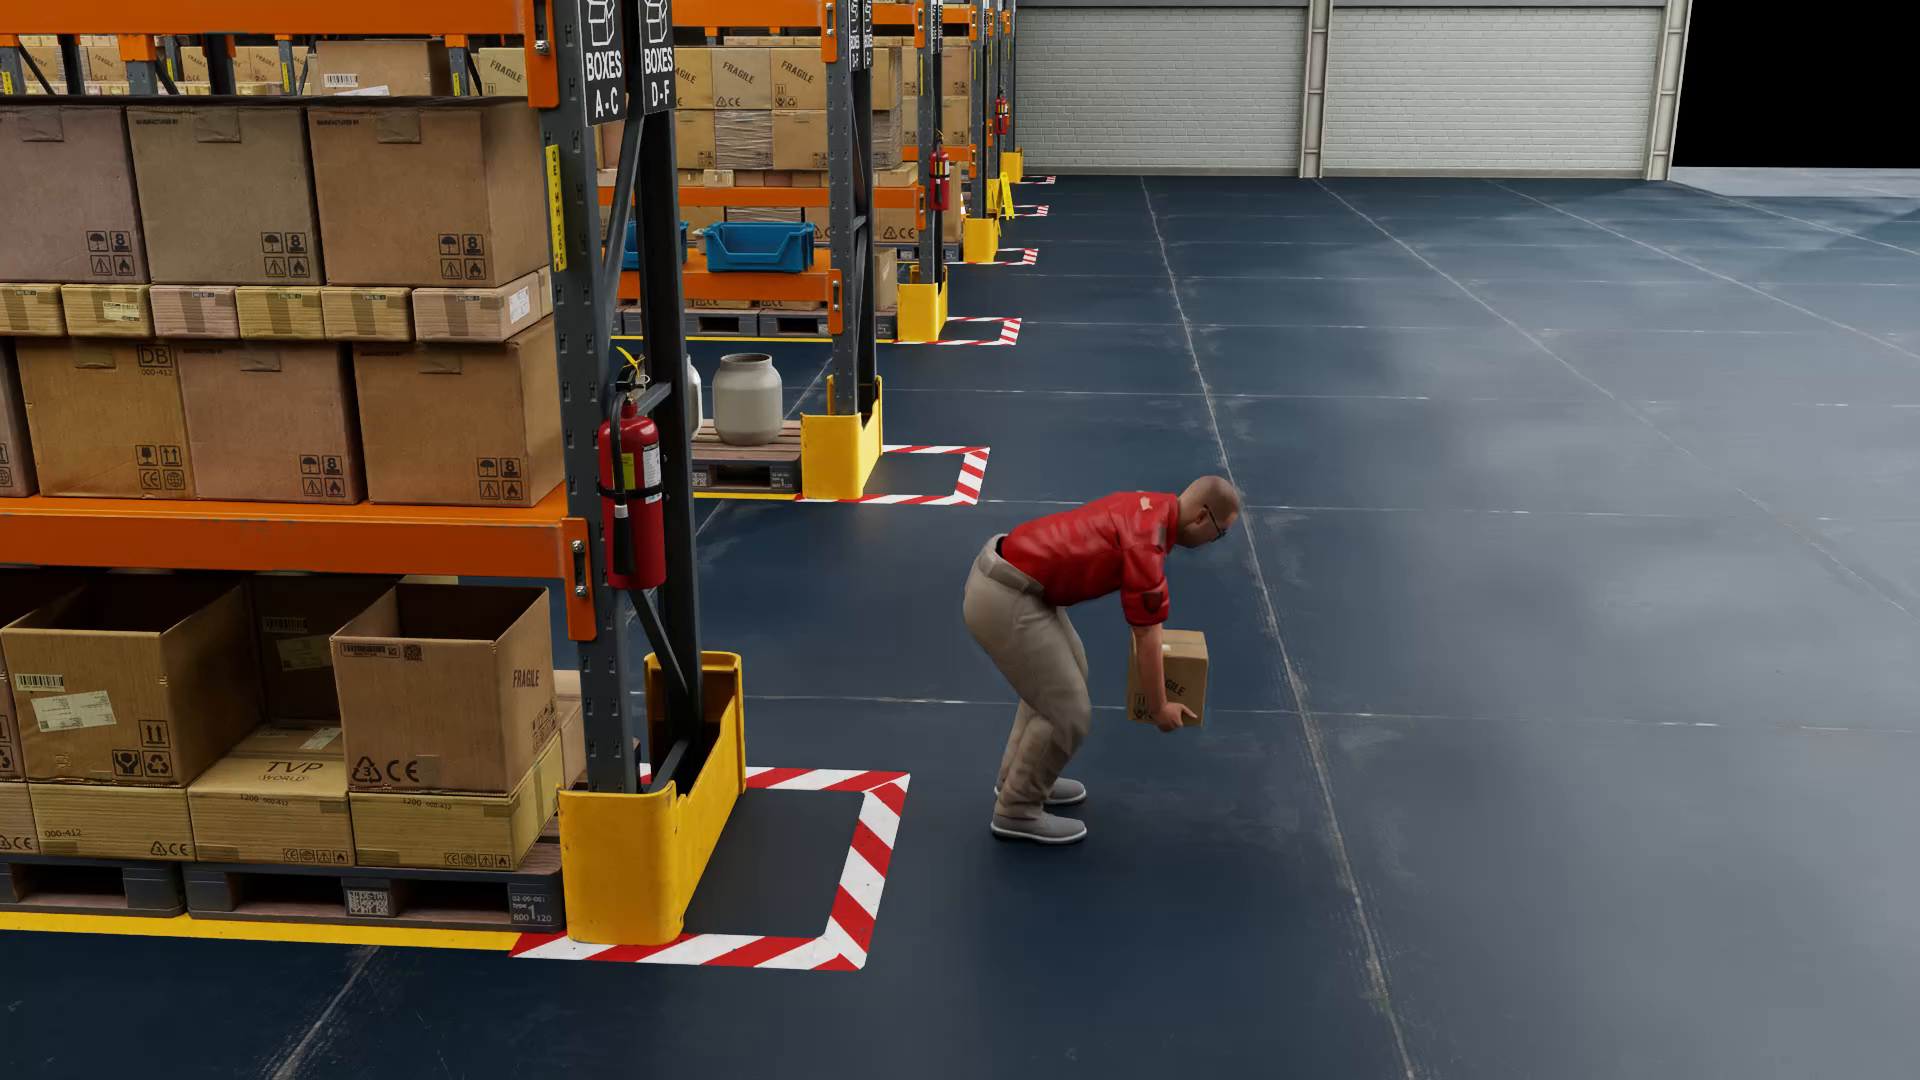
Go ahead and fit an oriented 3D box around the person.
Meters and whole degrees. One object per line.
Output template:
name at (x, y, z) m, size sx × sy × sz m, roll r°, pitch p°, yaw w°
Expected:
person at (0.469, 0.386, 5.662) m, size 0.915 × 1.243 × 0.506 m, roll 1°, pitch 17°, yaw 2°
